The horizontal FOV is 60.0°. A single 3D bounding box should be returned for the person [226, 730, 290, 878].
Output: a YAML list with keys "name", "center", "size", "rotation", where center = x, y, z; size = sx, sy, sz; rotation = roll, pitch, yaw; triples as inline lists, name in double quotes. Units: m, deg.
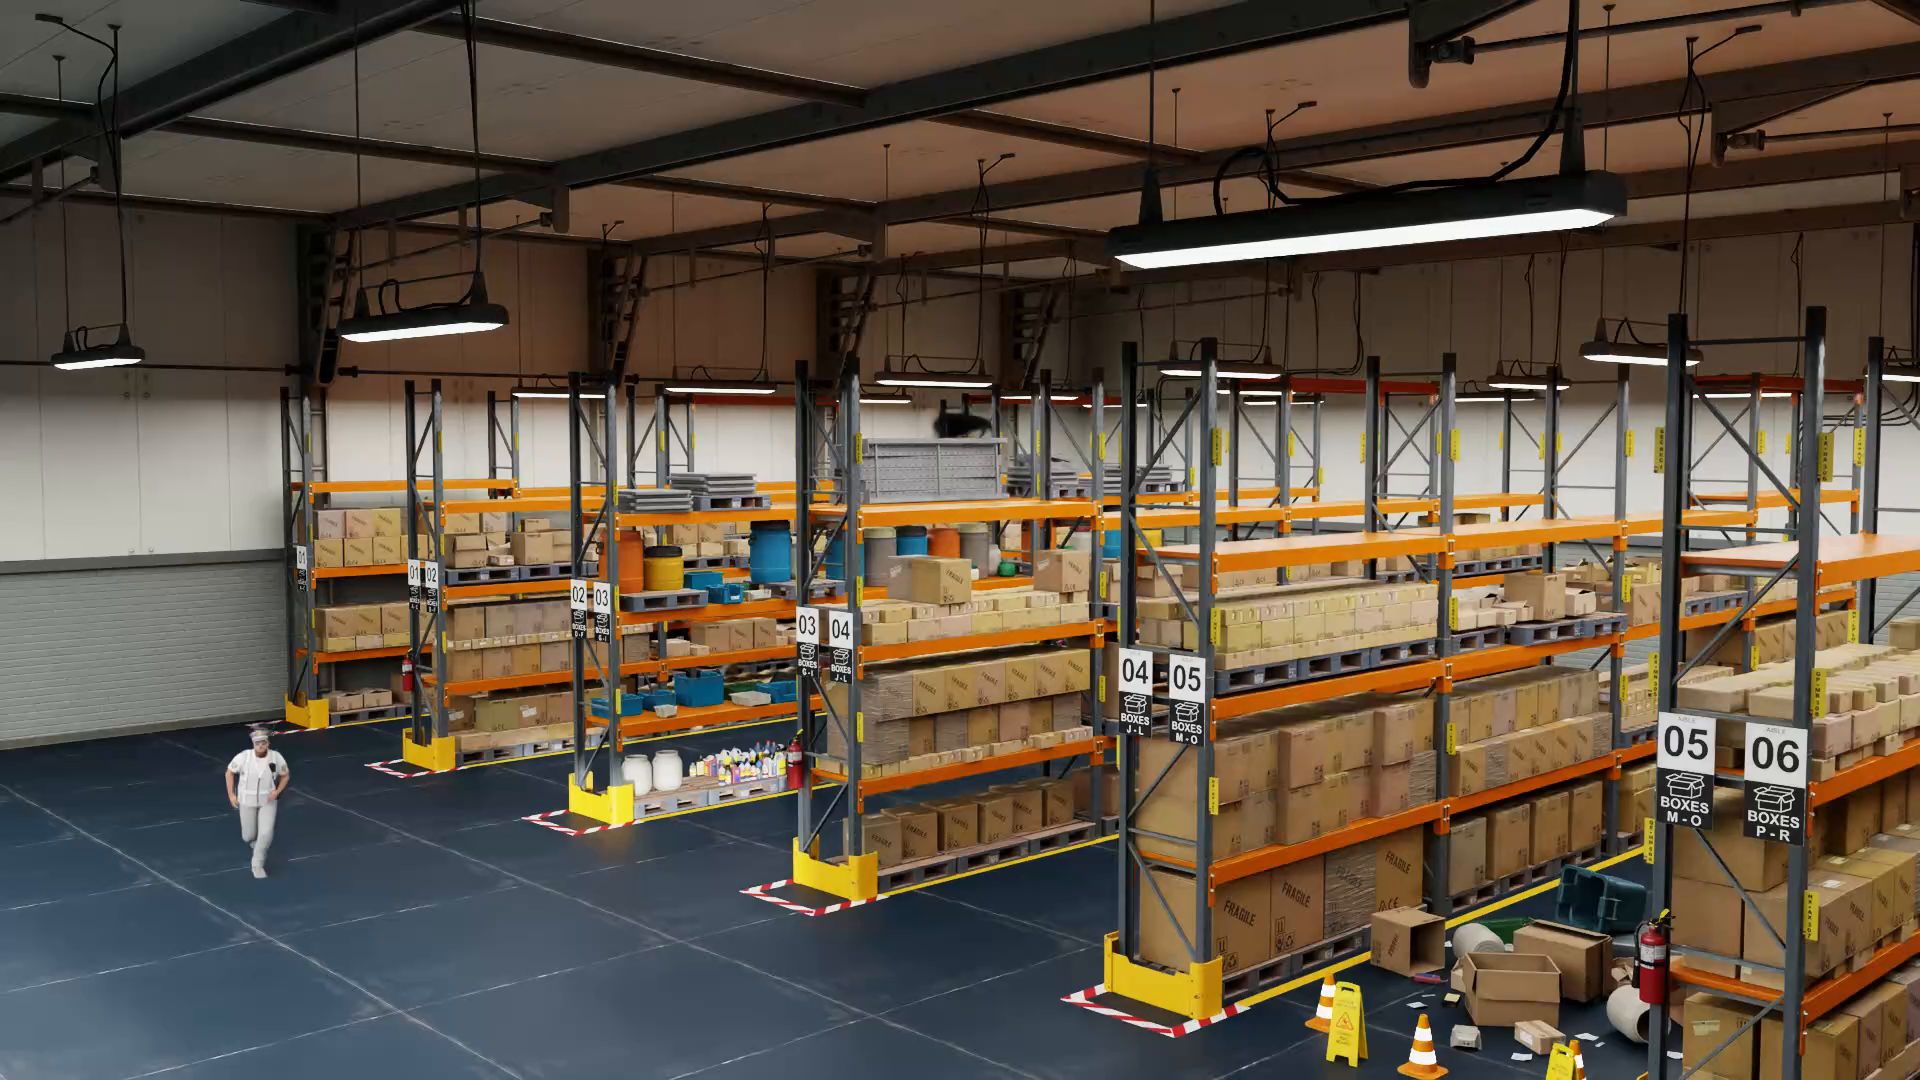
- name: "person"
  center: [-8.265, 3.072, 19.599]
  size: [0.694, 1.746, 0.700]
  rotation: [-2, 4, -23]

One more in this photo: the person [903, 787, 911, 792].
- name: "person"
  center: [-0.696, 2.754, 24.095]
  size: [0.670, 1.790, 0.805]
  rotation: [1, 4, 14]

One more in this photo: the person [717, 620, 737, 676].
- name: "person"
  center: [-4.420, 2.315, 31.680]
  size: [0.811, 1.603, 0.592]
  rotation: [-3, 5, -40]
